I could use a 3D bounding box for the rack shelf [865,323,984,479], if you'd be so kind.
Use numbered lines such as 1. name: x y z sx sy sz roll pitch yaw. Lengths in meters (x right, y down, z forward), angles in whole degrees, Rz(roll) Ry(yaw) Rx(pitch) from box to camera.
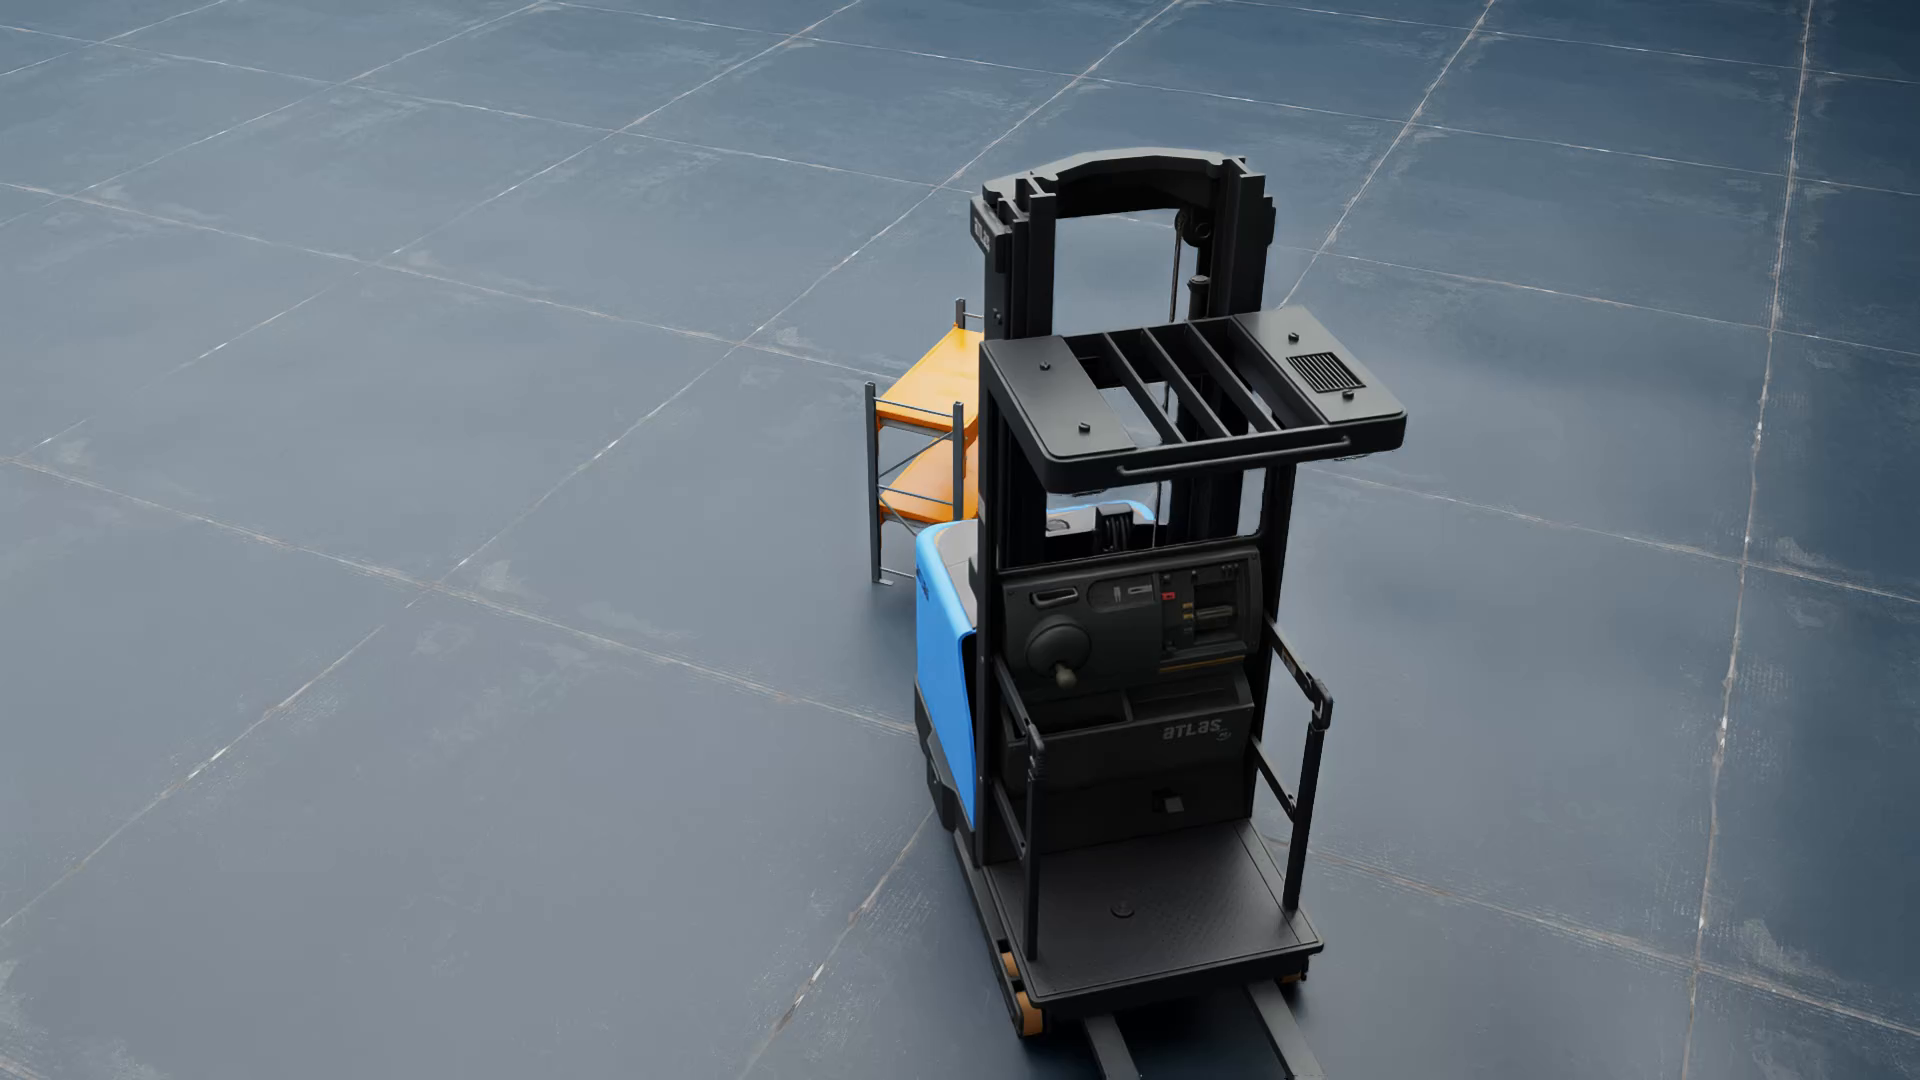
1. rack shelf: -0.003 -0.712 8.276 0.538 0.278 1.000 14 36 20

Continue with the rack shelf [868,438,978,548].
1. rack shelf: -0.003 -0.263 8.570 0.538 0.278 1.000 14 36 20

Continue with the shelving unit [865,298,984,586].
1. shelving unit: -0.003 -0.467 8.436 0.538 1.125 1.048 14 36 20

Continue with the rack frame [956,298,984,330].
1. rack frame: 0.210 -0.720 8.823 0.500 1.125 0.032 14 36 20

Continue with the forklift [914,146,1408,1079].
1. forklift: 0.658 0.331 5.573 1.130 2.935 3.031 -8 34 -12

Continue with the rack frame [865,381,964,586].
1. rack frame: -0.216 -0.214 8.050 0.500 1.125 0.032 14 36 20
